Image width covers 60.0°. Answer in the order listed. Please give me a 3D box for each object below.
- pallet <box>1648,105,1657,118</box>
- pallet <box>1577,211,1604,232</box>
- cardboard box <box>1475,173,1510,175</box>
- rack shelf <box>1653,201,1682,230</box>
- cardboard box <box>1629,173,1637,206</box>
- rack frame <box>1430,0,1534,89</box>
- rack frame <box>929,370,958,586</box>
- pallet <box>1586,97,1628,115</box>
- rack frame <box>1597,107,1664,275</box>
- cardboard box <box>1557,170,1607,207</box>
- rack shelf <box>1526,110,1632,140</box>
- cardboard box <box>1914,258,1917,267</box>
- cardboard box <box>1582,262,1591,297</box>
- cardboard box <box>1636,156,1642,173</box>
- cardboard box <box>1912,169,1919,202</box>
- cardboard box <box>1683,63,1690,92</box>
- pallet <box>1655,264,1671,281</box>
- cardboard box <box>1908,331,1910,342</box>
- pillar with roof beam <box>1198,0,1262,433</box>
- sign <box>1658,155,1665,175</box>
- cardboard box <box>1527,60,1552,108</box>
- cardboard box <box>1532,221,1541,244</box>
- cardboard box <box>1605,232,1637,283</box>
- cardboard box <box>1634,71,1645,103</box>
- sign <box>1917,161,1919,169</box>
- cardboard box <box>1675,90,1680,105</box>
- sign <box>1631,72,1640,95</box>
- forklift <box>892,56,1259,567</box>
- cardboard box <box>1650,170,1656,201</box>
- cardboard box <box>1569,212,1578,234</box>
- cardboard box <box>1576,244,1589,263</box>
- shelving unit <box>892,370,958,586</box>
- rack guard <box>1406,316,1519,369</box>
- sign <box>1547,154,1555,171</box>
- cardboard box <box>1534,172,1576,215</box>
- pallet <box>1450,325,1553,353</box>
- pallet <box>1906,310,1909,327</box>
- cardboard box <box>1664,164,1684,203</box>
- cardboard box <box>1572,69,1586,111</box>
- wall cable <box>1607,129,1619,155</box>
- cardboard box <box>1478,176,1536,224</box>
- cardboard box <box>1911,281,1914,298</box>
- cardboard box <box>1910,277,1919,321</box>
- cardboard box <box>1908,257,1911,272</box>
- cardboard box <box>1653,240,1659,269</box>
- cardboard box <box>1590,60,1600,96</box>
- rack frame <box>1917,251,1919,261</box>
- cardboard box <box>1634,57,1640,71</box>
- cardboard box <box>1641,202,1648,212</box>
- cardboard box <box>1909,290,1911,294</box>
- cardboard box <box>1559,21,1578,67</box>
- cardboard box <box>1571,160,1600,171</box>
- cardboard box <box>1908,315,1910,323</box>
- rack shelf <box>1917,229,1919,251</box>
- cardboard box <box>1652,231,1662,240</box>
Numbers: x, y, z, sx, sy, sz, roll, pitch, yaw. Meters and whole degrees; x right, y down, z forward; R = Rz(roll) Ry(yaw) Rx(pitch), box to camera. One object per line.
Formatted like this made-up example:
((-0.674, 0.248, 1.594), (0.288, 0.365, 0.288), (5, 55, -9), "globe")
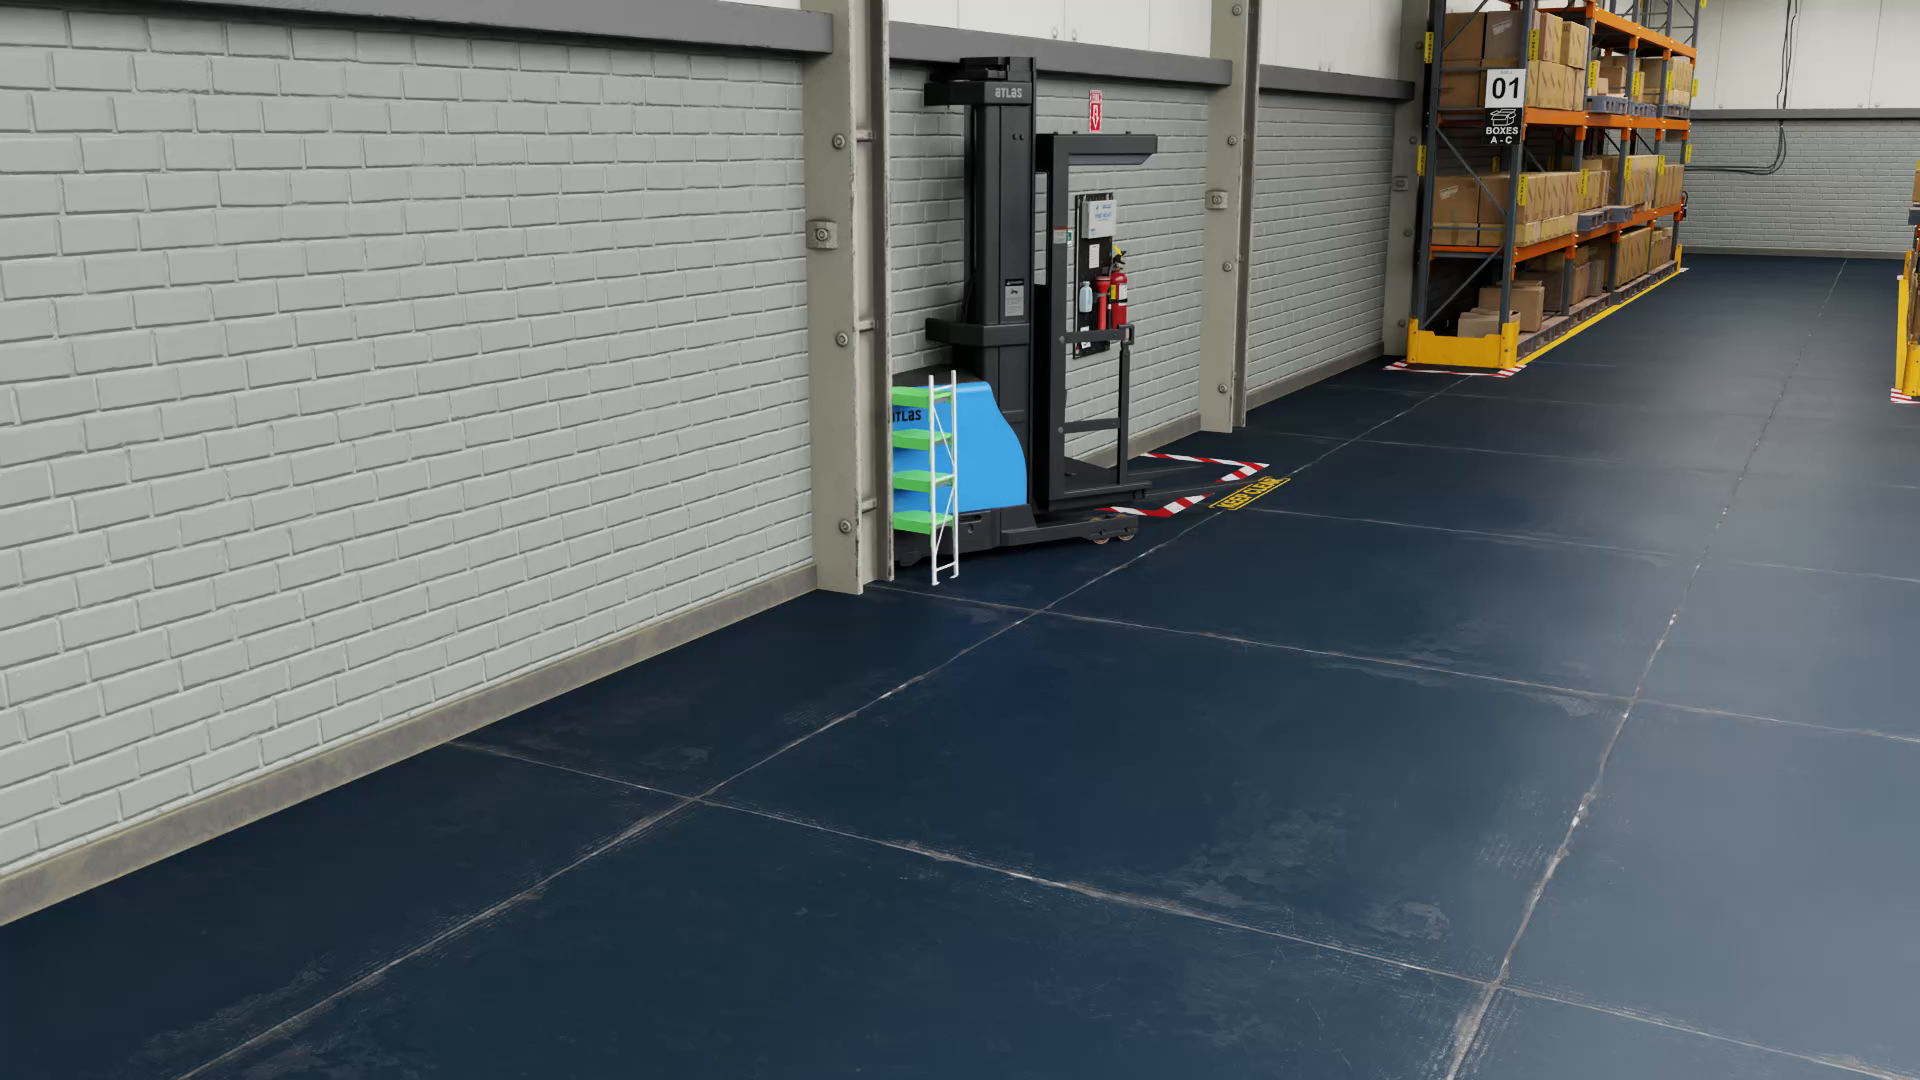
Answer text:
((11.014, -7.065, 27.445), (0.805, 0.209, 1.217), (7, 15, 26), "pallet")
((8.043, -4.299, 22.374), (1.003, 0.211, 1.213), (7, 15, 28), "pallet")
((6.396, -4.165, 20.088), (0.500, 0.500, 0.500), (8, 16, 29), "cardboard box")
((12.381, -5.954, 30.364), (1.077, 0.370, 4.000), (7, 15, 28), "rack shelf")
((10.200, -5.452, 25.859), (0.500, 0.500, 0.500), (8, 16, 30), "cardboard box")
((5.613, -6.348, 17.663), (1.000, 3.000, 0.127), (7, 15, 28), "rack frame")
((-0.091, -0.349, 9.415), (0.015, 1.200, 0.240), (9, 17, 33), "rack frame")
((8.437, -5.946, 22.799), (1.213, 0.211, 1.003), (7, 15, 28), "pallet")
((11.414, -5.893, 28.578), (1.000, 3.000, 0.127), (7, 15, 28), "rack frame")
((9.015, -5.120, 24.217), (0.700, 0.500, 0.500), (6, 15, 23), "cardboard box")
((8.513, -5.771, 23.204), (1.077, 0.370, 4.000), (7, 15, 28), "rack shelf")
((14.564, -3.944, 24.886), (0.500, 0.500, 0.500), (7, 15, 26), "cardboard box")
((8.827, -3.825, 24.394), (0.700, 0.500, 0.500), (7, 15, 28), "cardboard box")
((10.423, -5.917, 26.187), (0.500, 0.250, 0.500), (7, 15, 28), "cardboard box")
((15.327, -5.514, 25.894), (0.700, 0.500, 0.500), (2, 14, 9), "cardboard box")
((12.981, -8.434, 30.327), (0.500, 0.500, 0.500), (8, 16, 30), "cardboard box")
((12.439, -4.936, 30.557), (1.003, 0.211, 1.213), (7, 15, 28), "pallet")
((10.666, -2.191, 18.191), (0.500, 0.250, 0.500), (7, 15, 28), "cardboard box")
((6.062, -4.870, 11.536), (9.100, 9.000, 0.400), (7, 15, 28), "pillar with roof beam")
((11.894, -6.358, 28.205), (0.100, 0.325, 0.005), (7, 15, 28), "sign")
((6.284, -5.094, 18.607), (0.500, 0.500, 0.500), (9, 16, 32), "cardboard box")
((6.365, -3.540, 19.096), (0.500, 0.250, 0.500), (7, 15, 26), "cardboard box")
((10.380, -4.547, 26.683), (0.750, 0.750, 0.750), (7, 15, 28), "cardboard box")
((10.680, -7.324, 26.961), (0.700, 0.500, 0.500), (7, 15, 27), "cardboard box")
((17.211, -6.636, 29.810), (0.100, 0.325, 0.005), (7, 15, 28), "sign")
((12.479, -7.852, 29.514), (0.500, 0.250, 0.500), (7, 15, 26), "cardboard box")
((9.954, -6.720, 24.505), (0.100, 0.325, 0.005), (7, 15, 28), "sign")
((0.543, -1.498, 10.493), (3.031, 2.935, 1.130), (-8, 16, -29), "forklift")
((11.411, -5.973, 28.017), (0.500, 0.500, 0.500), (7, 15, 27), "cardboard box")
((7.583, -4.057, 21.239), (0.500, 0.250, 0.500), (7, 15, 28), "cardboard box")
((8.847, -4.172, 24.234), (0.500, 0.250, 0.500), (8, 16, 29), "cardboard box")
((-0.292, -0.379, 9.549), (0.503, 1.200, 0.258), (9, 17, 33), "shelving unit")
((5.650, -2.232, 18.723), (1.175, 0.500, 0.348), (7, 15, 28), "rack guard")
((8.993, -5.698, 25.296), (0.100, 0.325, 0.005), (7, 15, 28), "sign")
((7.353, -4.318, 20.722), (0.500, 0.500, 0.500), (7, 15, 28), "cardboard box")
((6.664, -2.503, 20.466), (1.003, 0.211, 1.213), (7, 15, 28), "pallet")
((13.386, -2.992, 22.493), (1.003, 0.211, 1.213), (7, 15, 28), "pallet")
((13.110, -6.754, 31.508), (0.980, 0.700, 0.700), (8, 16, 31), "cardboard box")
((7.518, -5.636, 20.856), (0.500, 0.500, 0.500), (8, 16, 30), "cardboard box")
((13.139, -7.578, 33.397), (0.084, 1.984, 1.851), (7, 15, 28), "wall cable")
((6.107, -3.796, 18.558), (0.500, 0.500, 0.500), (7, 15, 28), "cardboard box")
((12.319, -3.157, 21.001), (0.500, 0.311, 0.500), (7, 15, 28), "cardboard box")
((10.903, -2.658, 18.531), (0.500, 0.500, 0.500), (7, 15, 28), "cardboard box")
((16.691, -4.746, 28.747), (0.500, 0.250, 0.500), (7, 15, 28), "cardboard box")
((12.111, -5.127, 29.836), (0.700, 0.500, 0.500), (7, 15, 27), "cardboard box")
((8.477, -6.319, 22.834), (0.500, 0.500, 0.500), (7, 15, 26), "cardboard box")
((13.818, -4.512, 22.849), (1.000, 3.000, 0.127), (7, 15, 28), "rack frame")
((10.874, -7.813, 27.388), (0.500, 0.250, 0.500), (9, 16, 32), "cardboard box")
((11.156, -5.516, 27.506), (0.380, 0.149, 0.250), (7, 15, 28), "cardboard box")
((13.308, -3.305, 22.814), (0.500, 0.250, 0.500), (7, 15, 28), "cardboard box")
((7.043, -5.899, 19.812), (0.500, 0.500, 0.500), (7, 15, 26), "cardboard box")
((9.197, -5.508, 24.446), (0.380, 0.149, 0.250), (5, 14, 19), "cardboard box")
((12.078, -2.780, 20.637), (0.500, 0.250, 0.500), (7, 15, 27), "cardboard box")
((12.852, -3.752, 21.231), (1.077, 0.370, 4.000), (7, 15, 28), "rack shelf")
((12.443, -5.496, 29.984), (0.380, 0.149, 0.250), (7, 15, 26), "cardboard box")
